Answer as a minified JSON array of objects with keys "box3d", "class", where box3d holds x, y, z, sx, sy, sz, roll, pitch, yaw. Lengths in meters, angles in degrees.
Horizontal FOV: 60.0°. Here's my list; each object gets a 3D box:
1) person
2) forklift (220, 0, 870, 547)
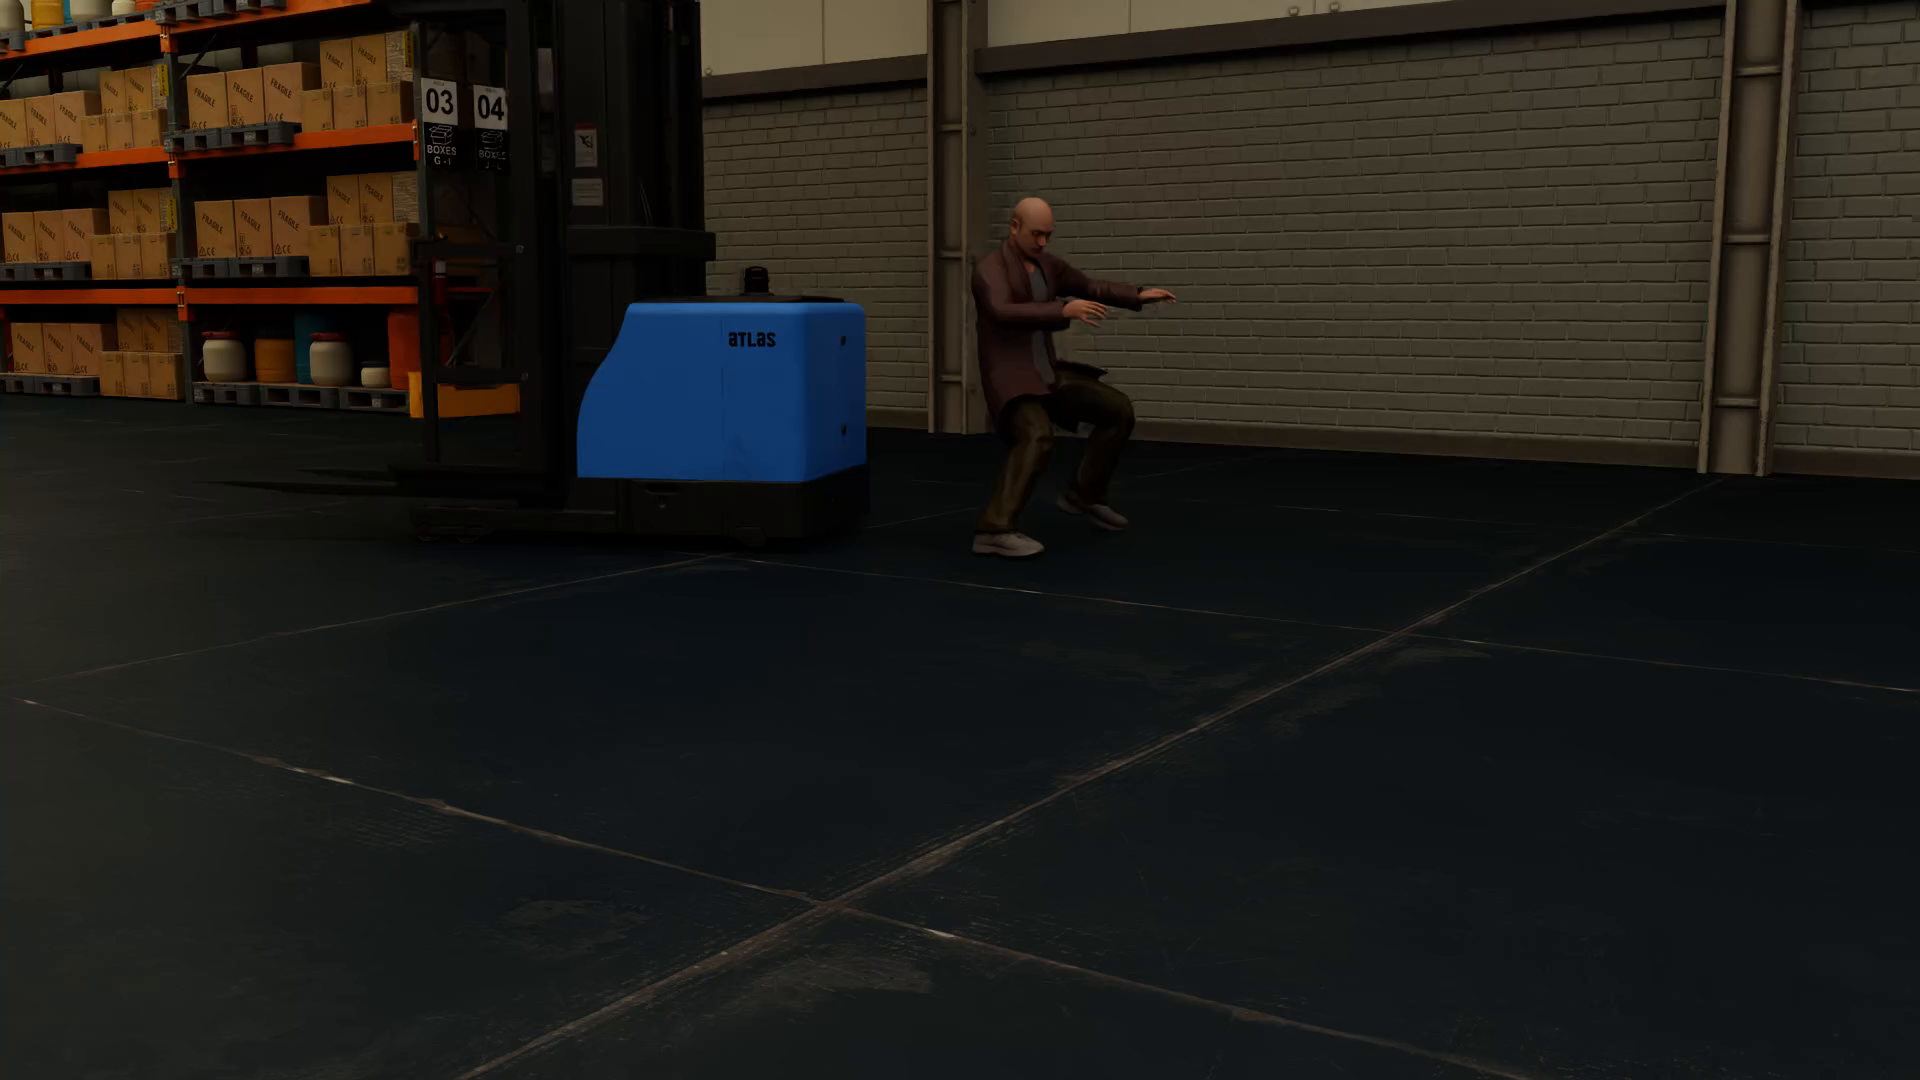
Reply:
[{"box3d":[0.441,-0.749,7.421,0.766,1.533,1.070,7,11,41],"class":"person"},{"box3d":[-2.011,-1.506,7.782,3.031,2.935,1.130,2,8,13],"class":"forklift"}]
